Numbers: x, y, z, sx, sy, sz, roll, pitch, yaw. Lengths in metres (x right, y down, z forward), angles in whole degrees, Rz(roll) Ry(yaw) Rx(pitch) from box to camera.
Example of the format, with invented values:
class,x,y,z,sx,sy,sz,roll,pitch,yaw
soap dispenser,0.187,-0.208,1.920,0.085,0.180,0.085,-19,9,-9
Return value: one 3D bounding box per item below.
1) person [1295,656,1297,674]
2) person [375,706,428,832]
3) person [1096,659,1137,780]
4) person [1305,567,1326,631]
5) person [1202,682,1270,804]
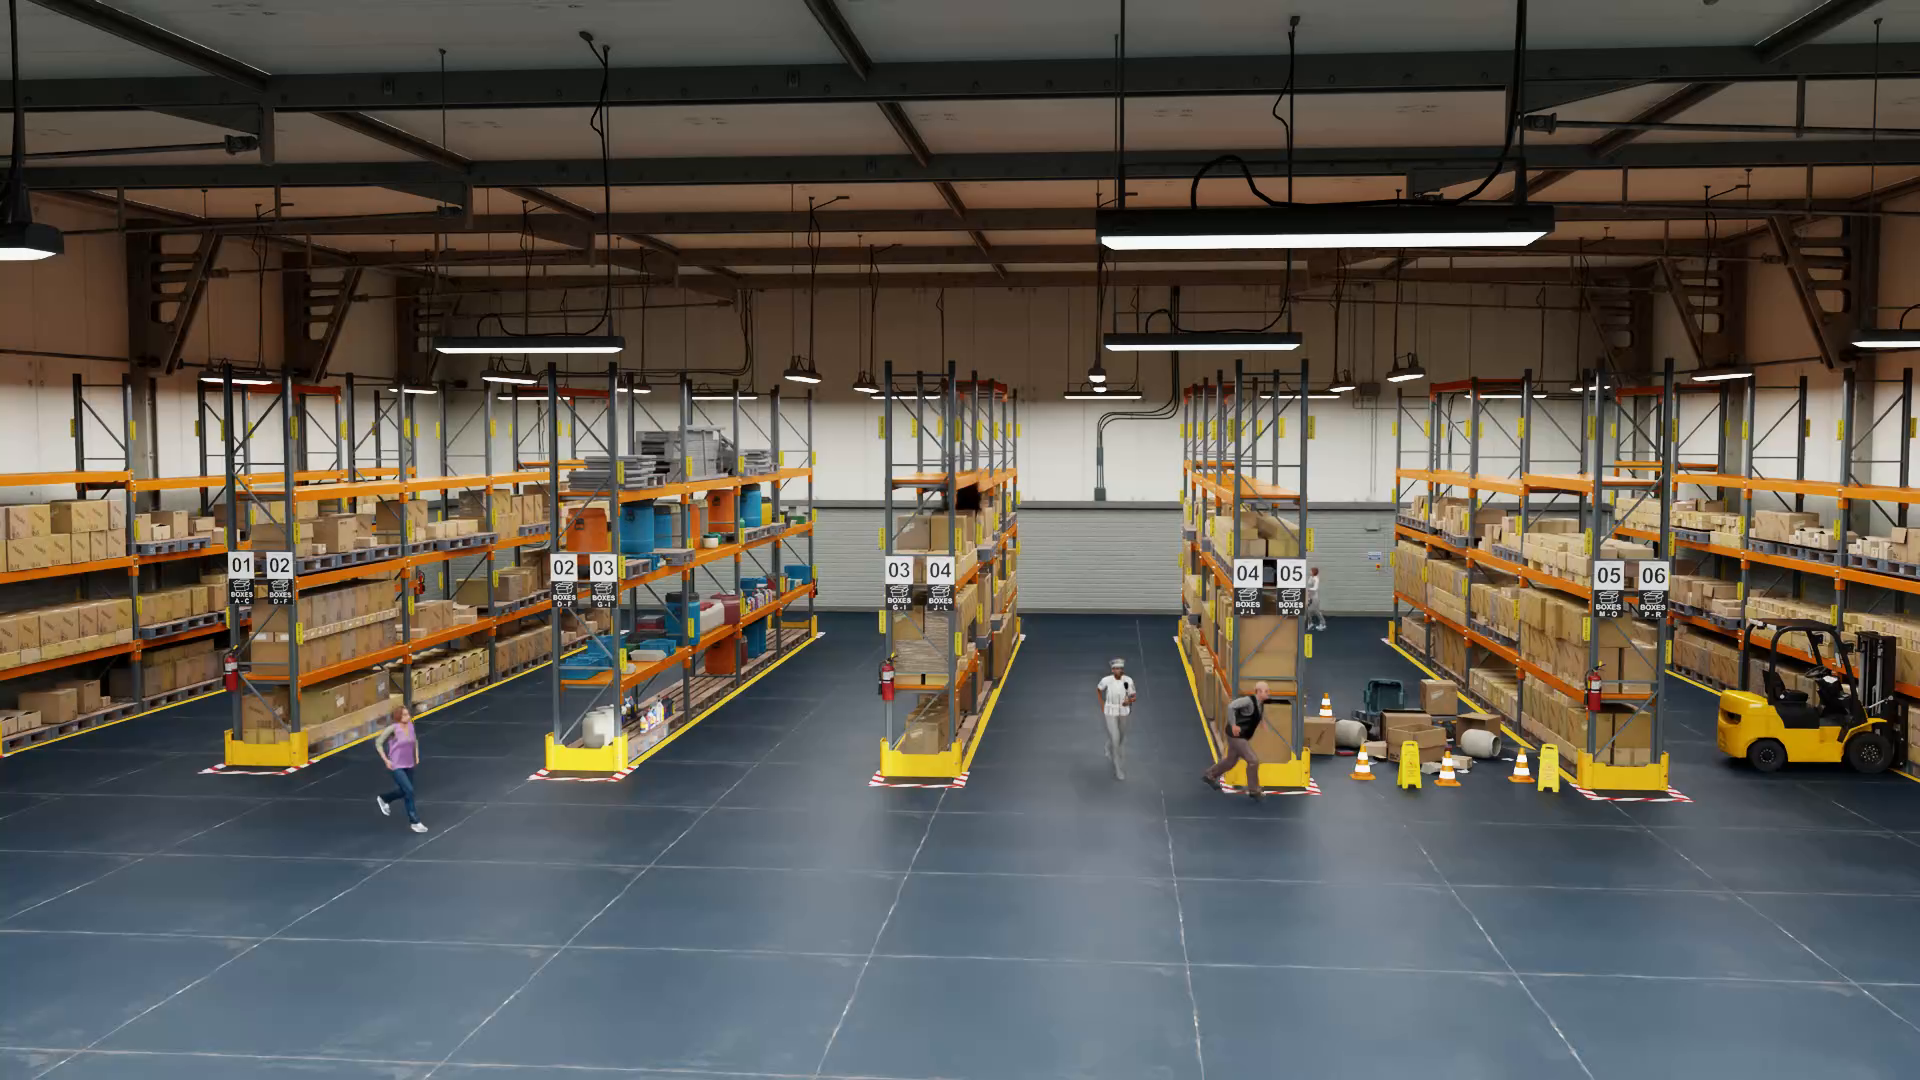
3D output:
class,x,y,z,sx,sy,sz,roll,pitch,yaw
person,6.746,1.882,34.247,0.723,1.716,0.751,0,4,5
person,-7.044,2.856,20.854,0.824,1.584,0.560,2,4,31
person,2.299,2.578,24.340,0.530,1.734,1.058,-1,4,-16
person,8.813,1.475,41.510,0.688,1.623,0.505,-1,4,-16
person,3.727,2.723,22.542,0.998,1.679,0.699,3,5,35
